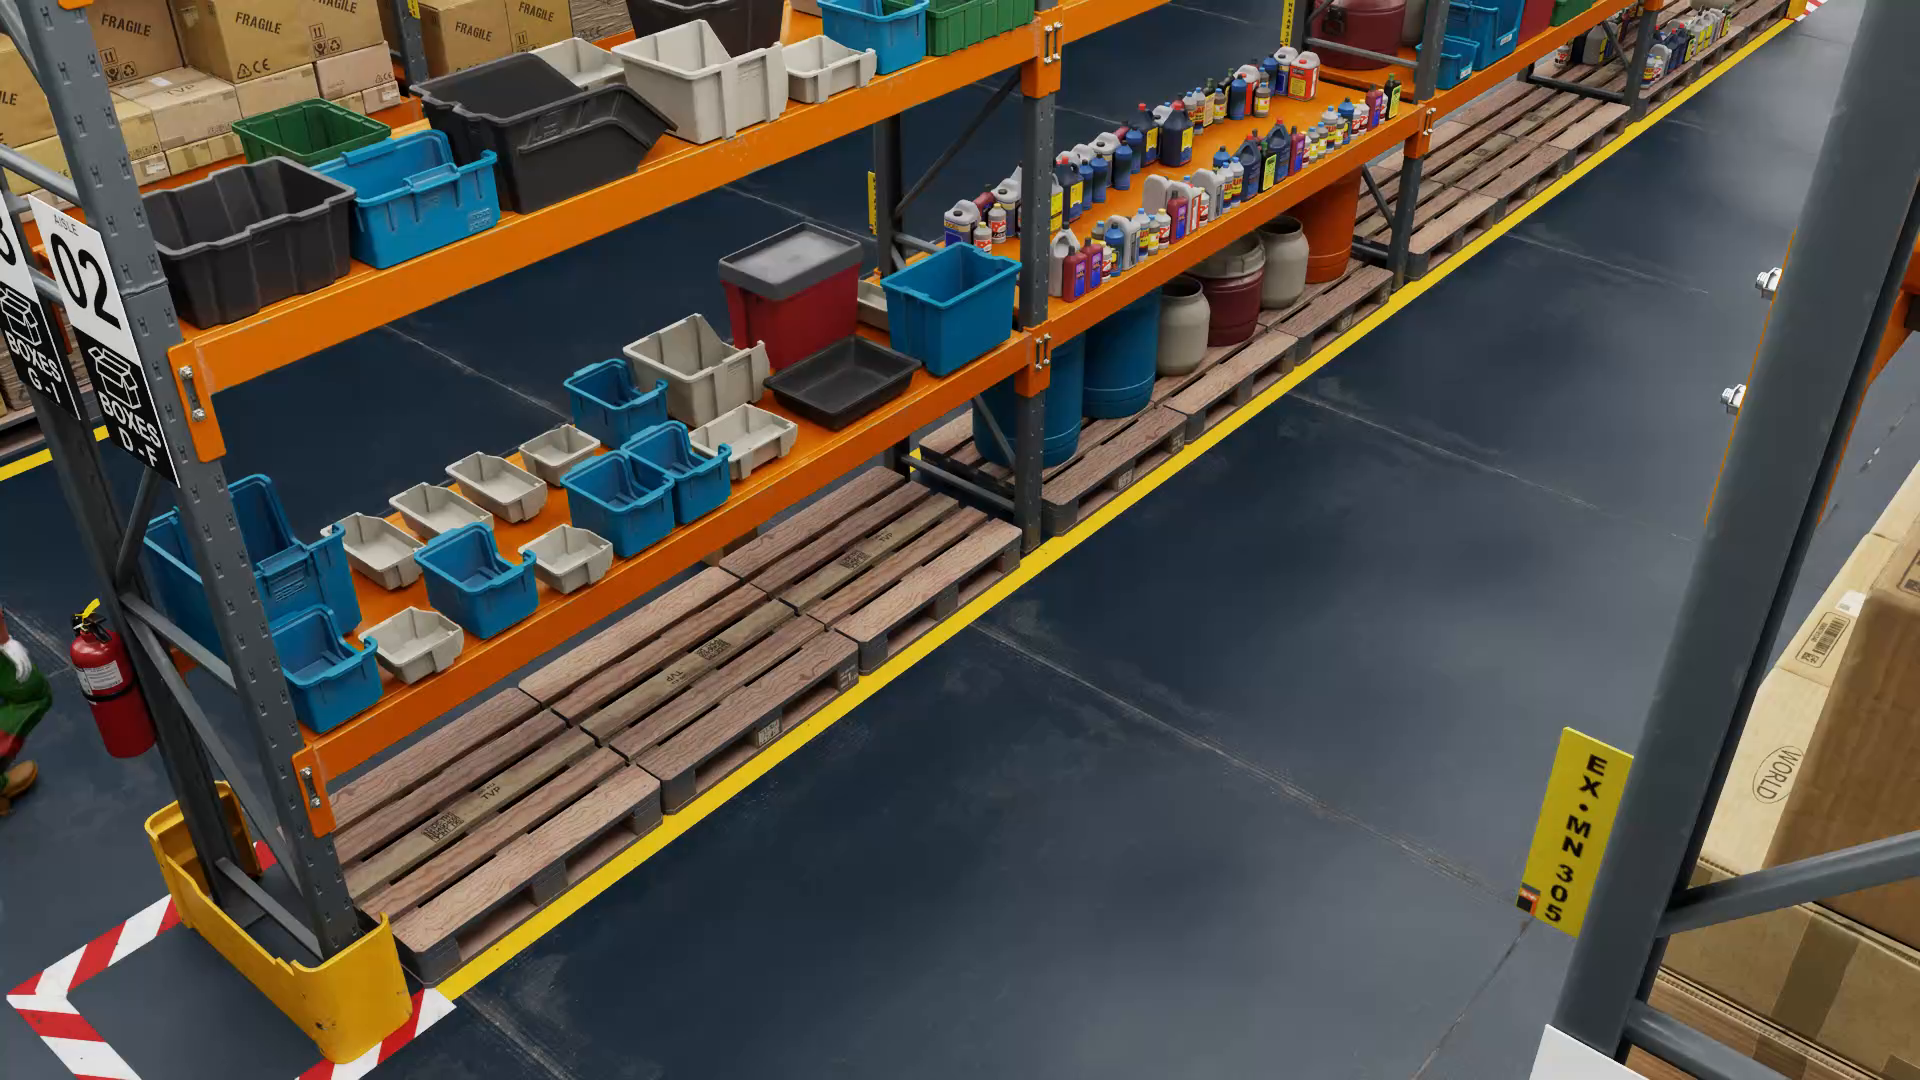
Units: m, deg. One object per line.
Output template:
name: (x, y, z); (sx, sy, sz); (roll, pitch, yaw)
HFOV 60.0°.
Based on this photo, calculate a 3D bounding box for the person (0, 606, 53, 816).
person: (-4.009, 0.400, 6.612); (0.628, 1.773, 0.544); (13, 37, 18)
